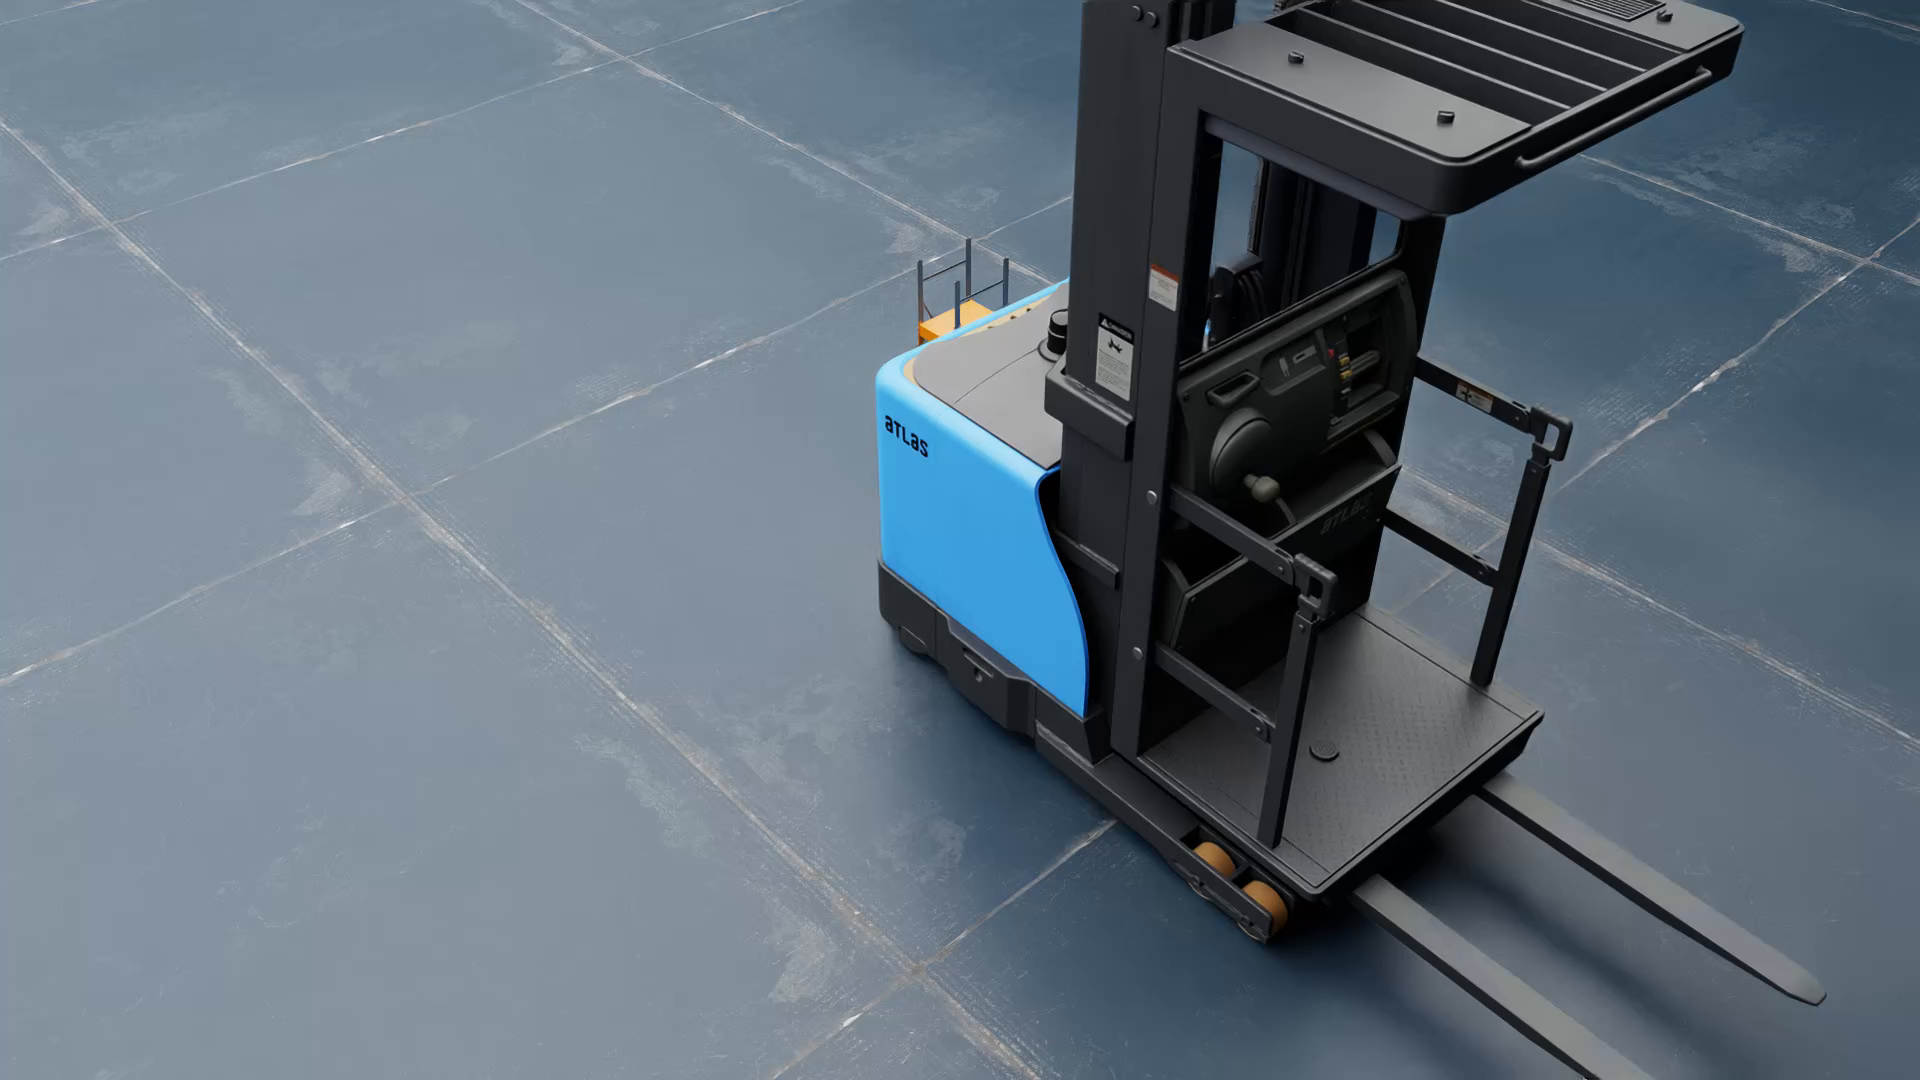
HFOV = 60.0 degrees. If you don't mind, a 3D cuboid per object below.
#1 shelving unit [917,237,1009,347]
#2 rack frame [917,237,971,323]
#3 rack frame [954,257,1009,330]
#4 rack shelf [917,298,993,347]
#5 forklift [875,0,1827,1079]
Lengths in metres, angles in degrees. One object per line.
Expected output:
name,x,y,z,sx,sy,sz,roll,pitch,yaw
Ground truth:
shelving unit,0.010,-0.460,5.865,0.258,1.200,0.189,-30,48,-32
rack frame,-0.052,-0.502,5.917,0.240,1.200,0.006,-30,48,-32
rack frame,0.072,-0.418,5.812,0.240,1.200,0.006,-30,48,-32
rack shelf,0.010,-0.706,5.666,0.258,0.103,0.180,-30,48,-32
forklift,1.060,-0.348,4.348,1.130,2.935,3.031,-28,47,-31
